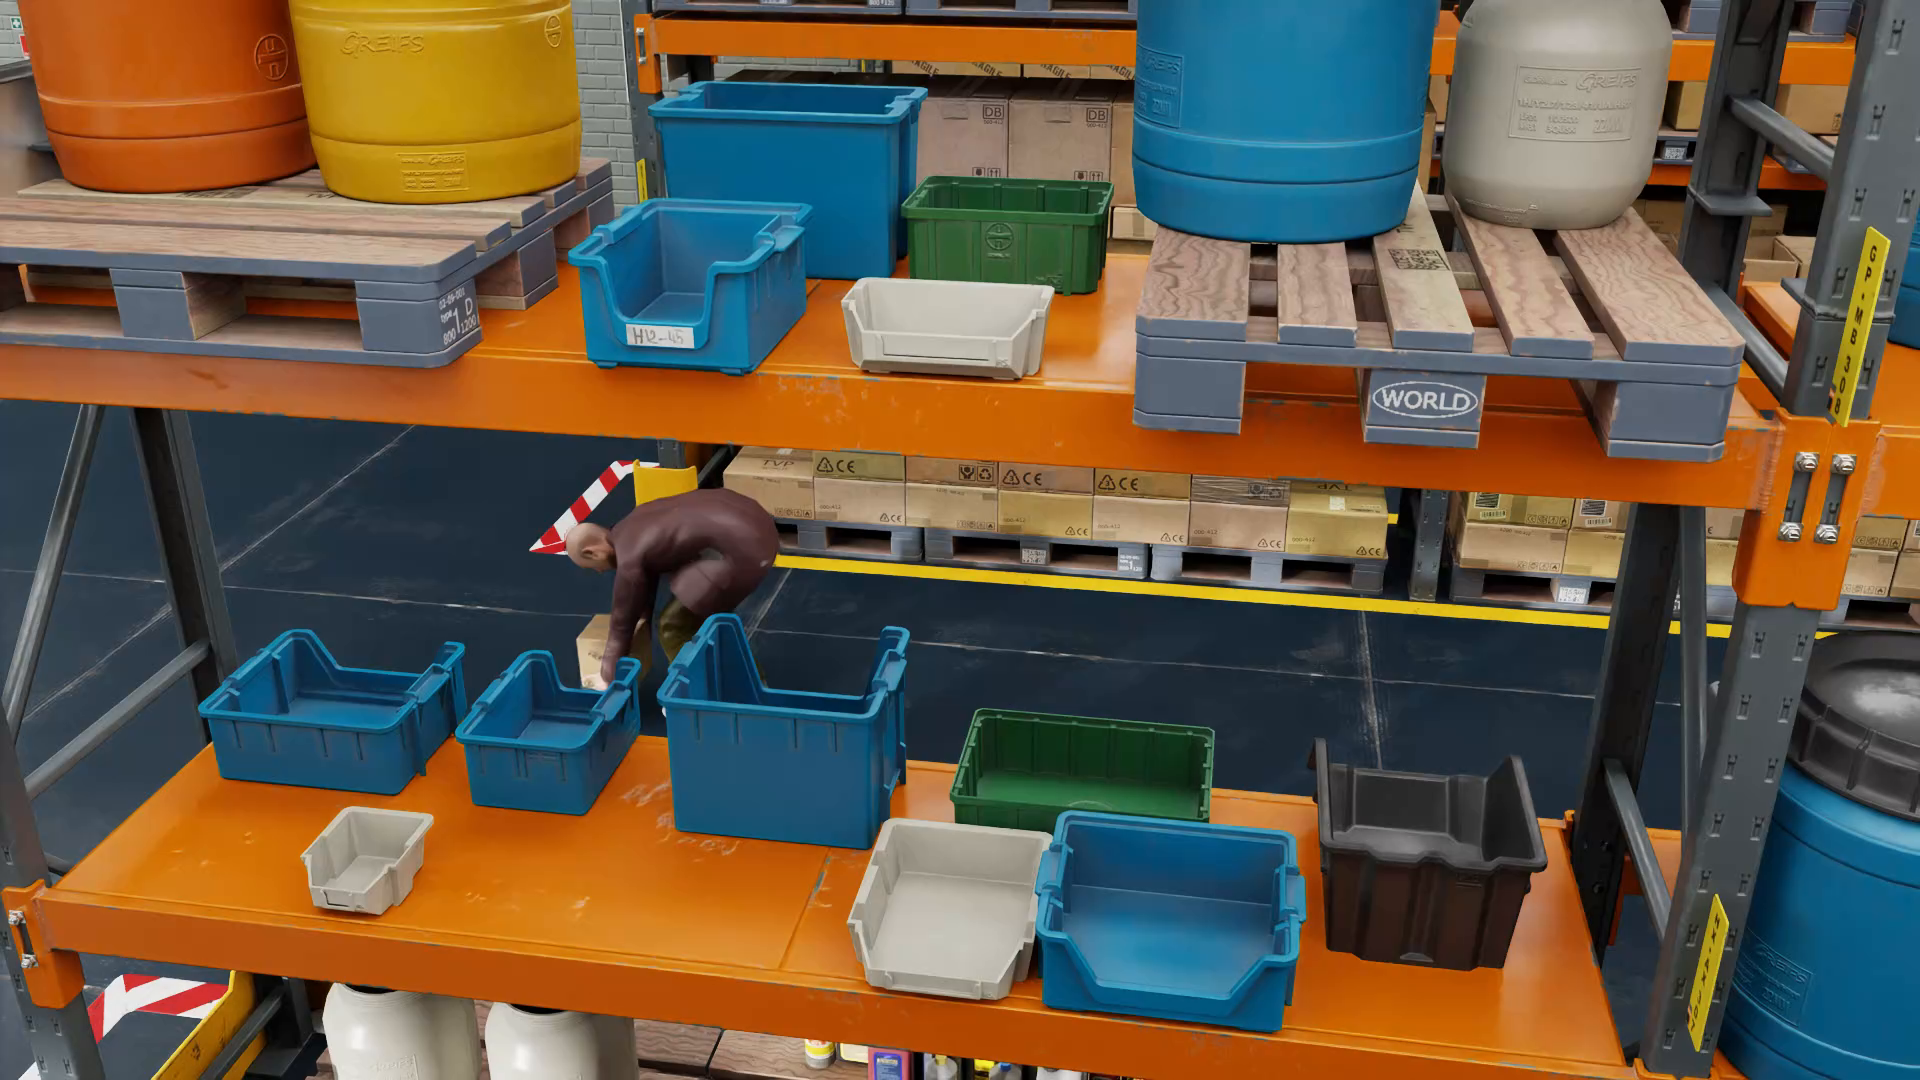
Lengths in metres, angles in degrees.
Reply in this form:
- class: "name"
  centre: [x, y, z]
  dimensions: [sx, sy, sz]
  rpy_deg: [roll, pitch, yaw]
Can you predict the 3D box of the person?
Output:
- class: "person"
  centre: [-1.261, 0.275, 7.392]
  dimensions: [0.945, 1.052, 0.577]
  rpy_deg: [3, 25, 6]
